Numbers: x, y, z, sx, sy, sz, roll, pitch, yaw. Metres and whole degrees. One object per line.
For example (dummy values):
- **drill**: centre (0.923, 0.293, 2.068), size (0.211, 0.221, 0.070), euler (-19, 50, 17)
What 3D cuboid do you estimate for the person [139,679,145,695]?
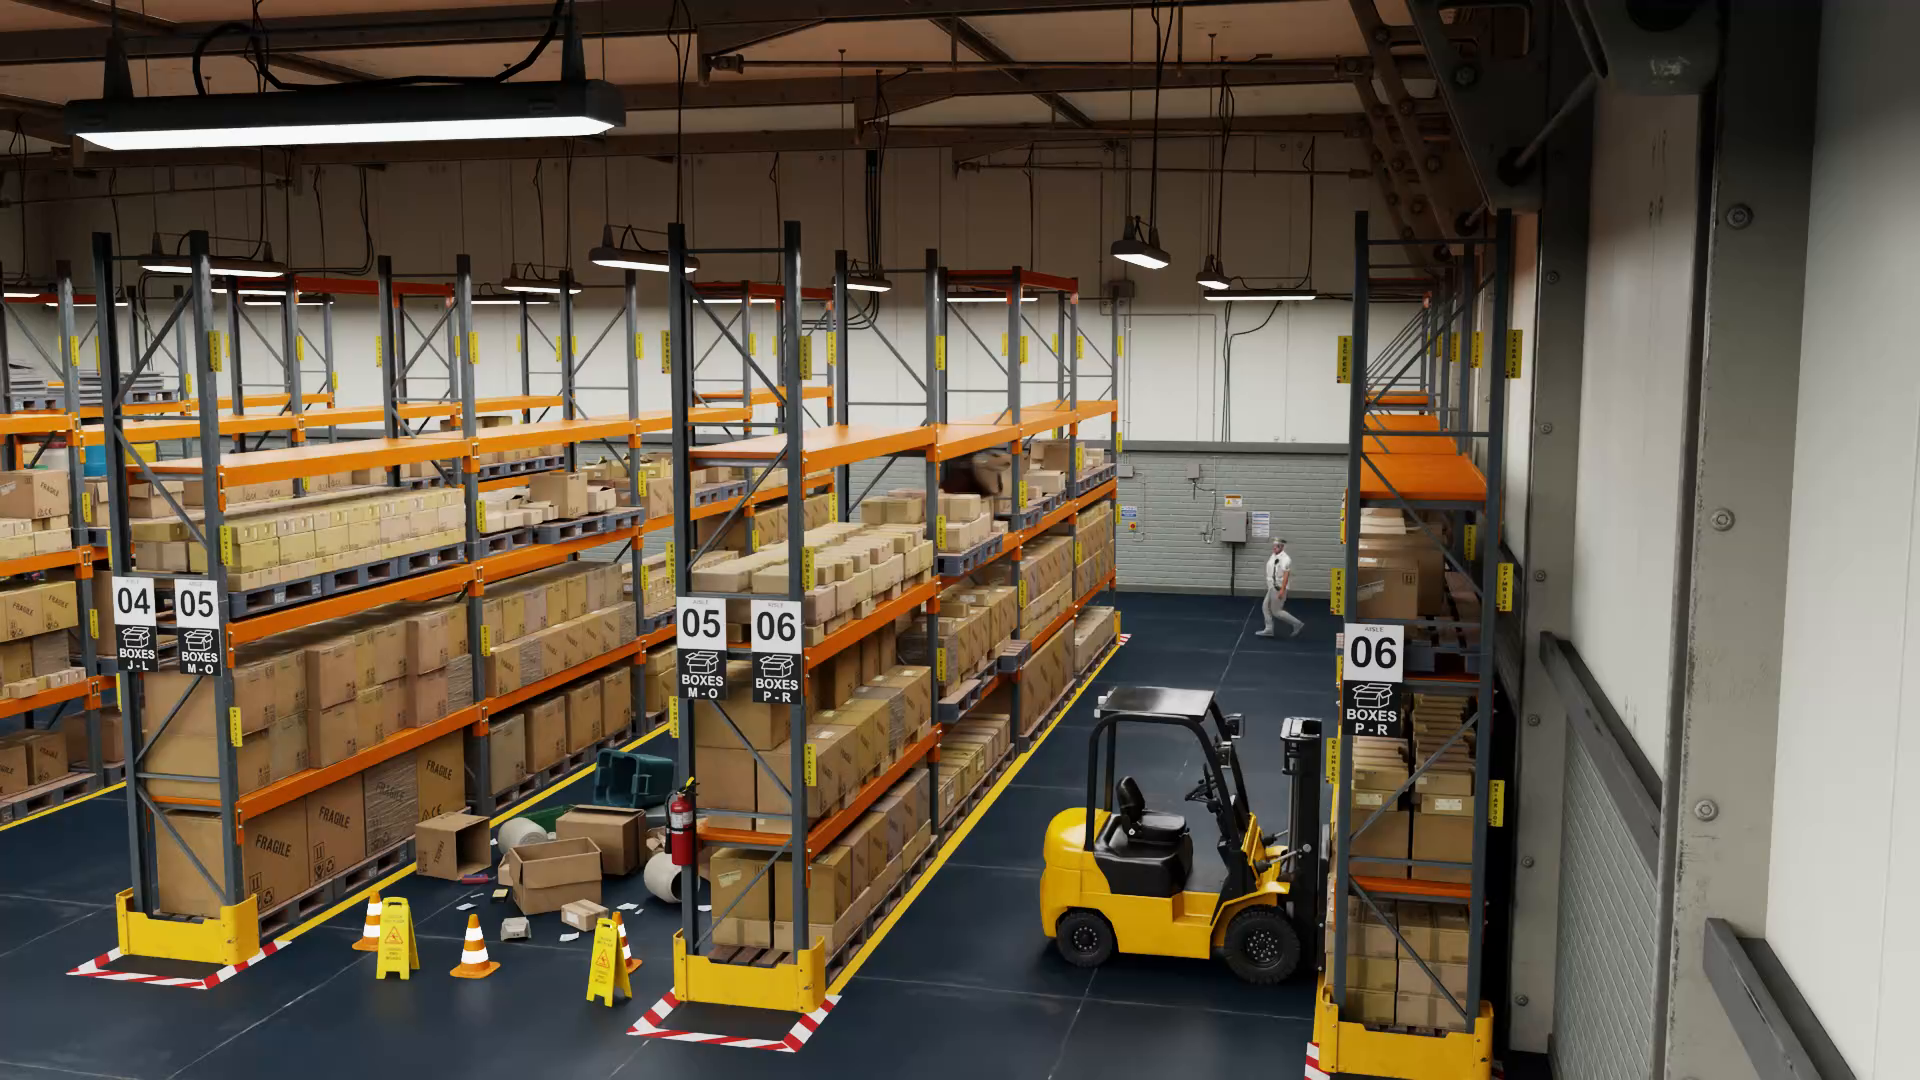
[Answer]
- **person**: centre (-11.658, 1.428, 23.558), size (0.411, 1.797, 0.587), euler (0, 7, 0)

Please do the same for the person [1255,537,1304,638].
- **person**: centre (5.500, 0.804, 28.576), size (0.806, 1.730, 0.548), euler (1, 7, 11)
